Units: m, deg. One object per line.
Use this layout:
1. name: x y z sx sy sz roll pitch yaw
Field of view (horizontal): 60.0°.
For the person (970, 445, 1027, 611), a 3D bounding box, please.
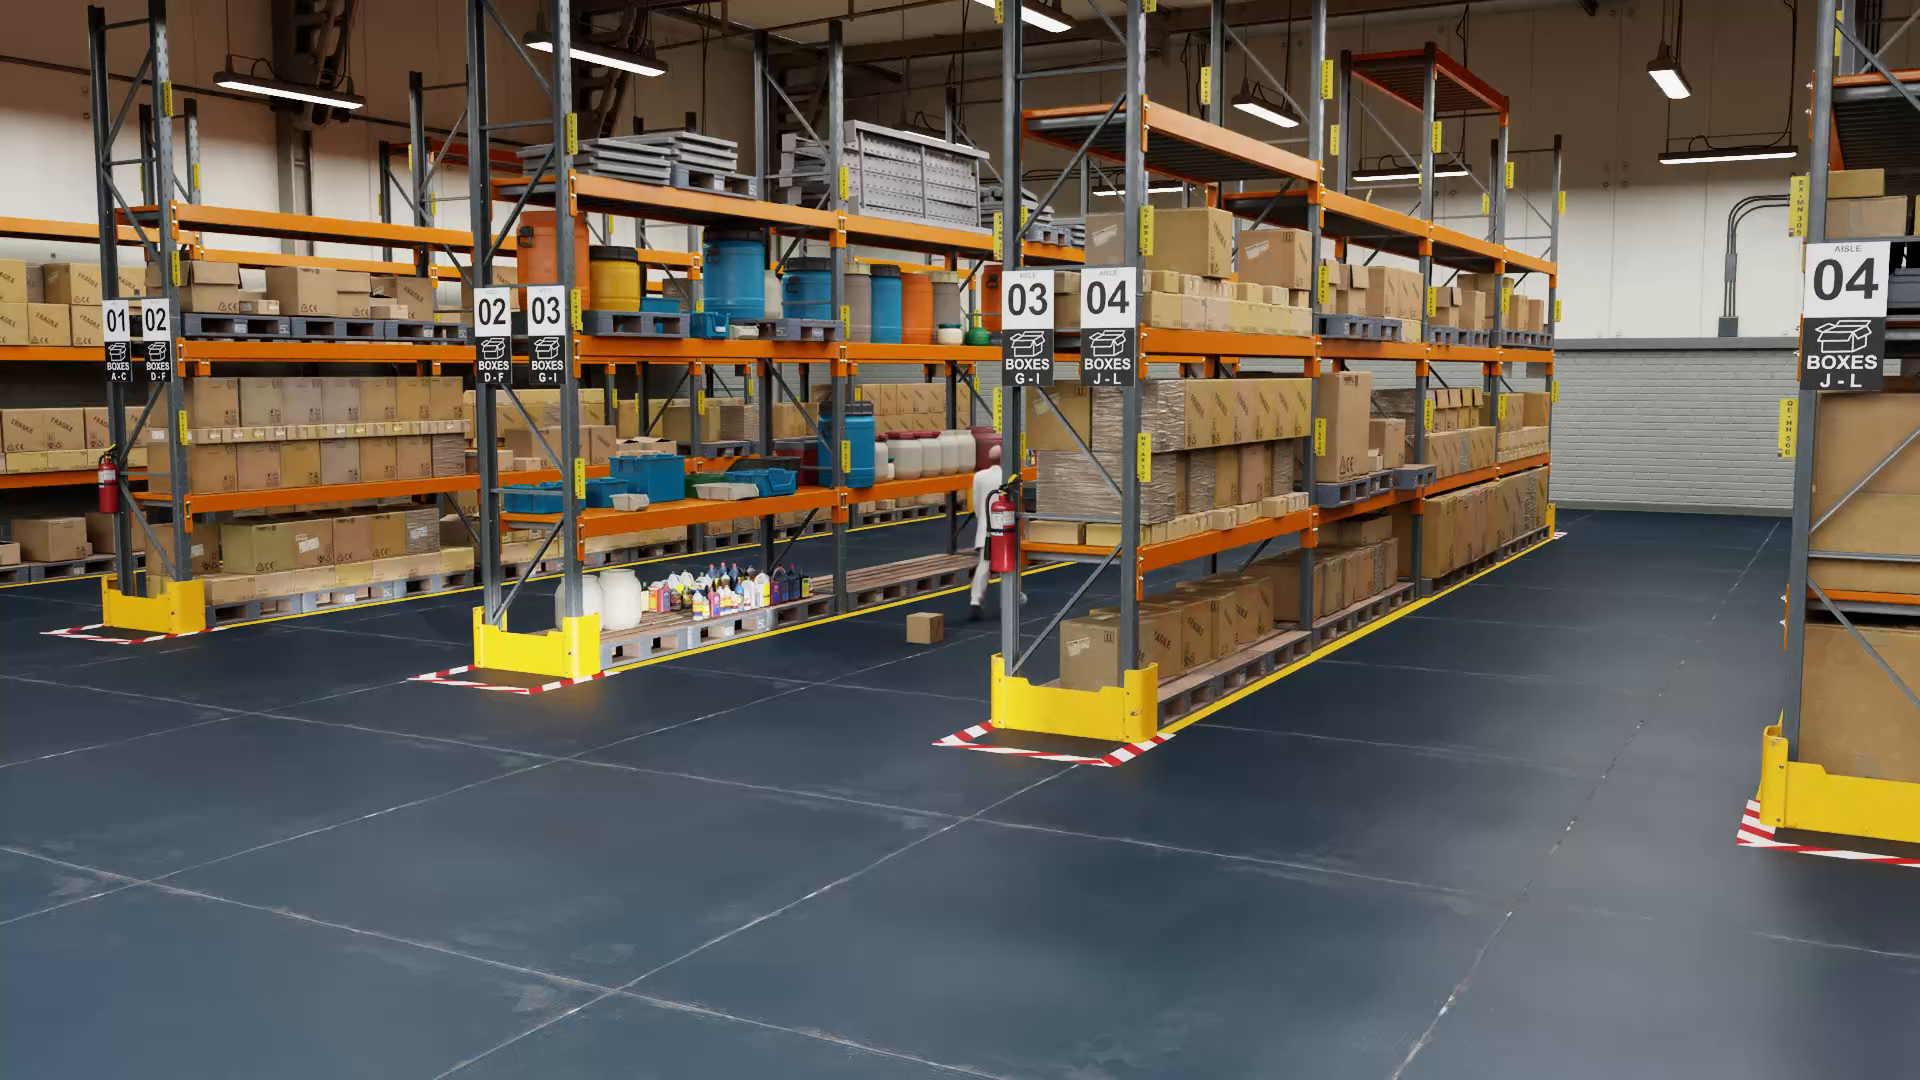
1. person: 0.389 -0.122 17.253 0.569 1.729 1.145 2 6 20
